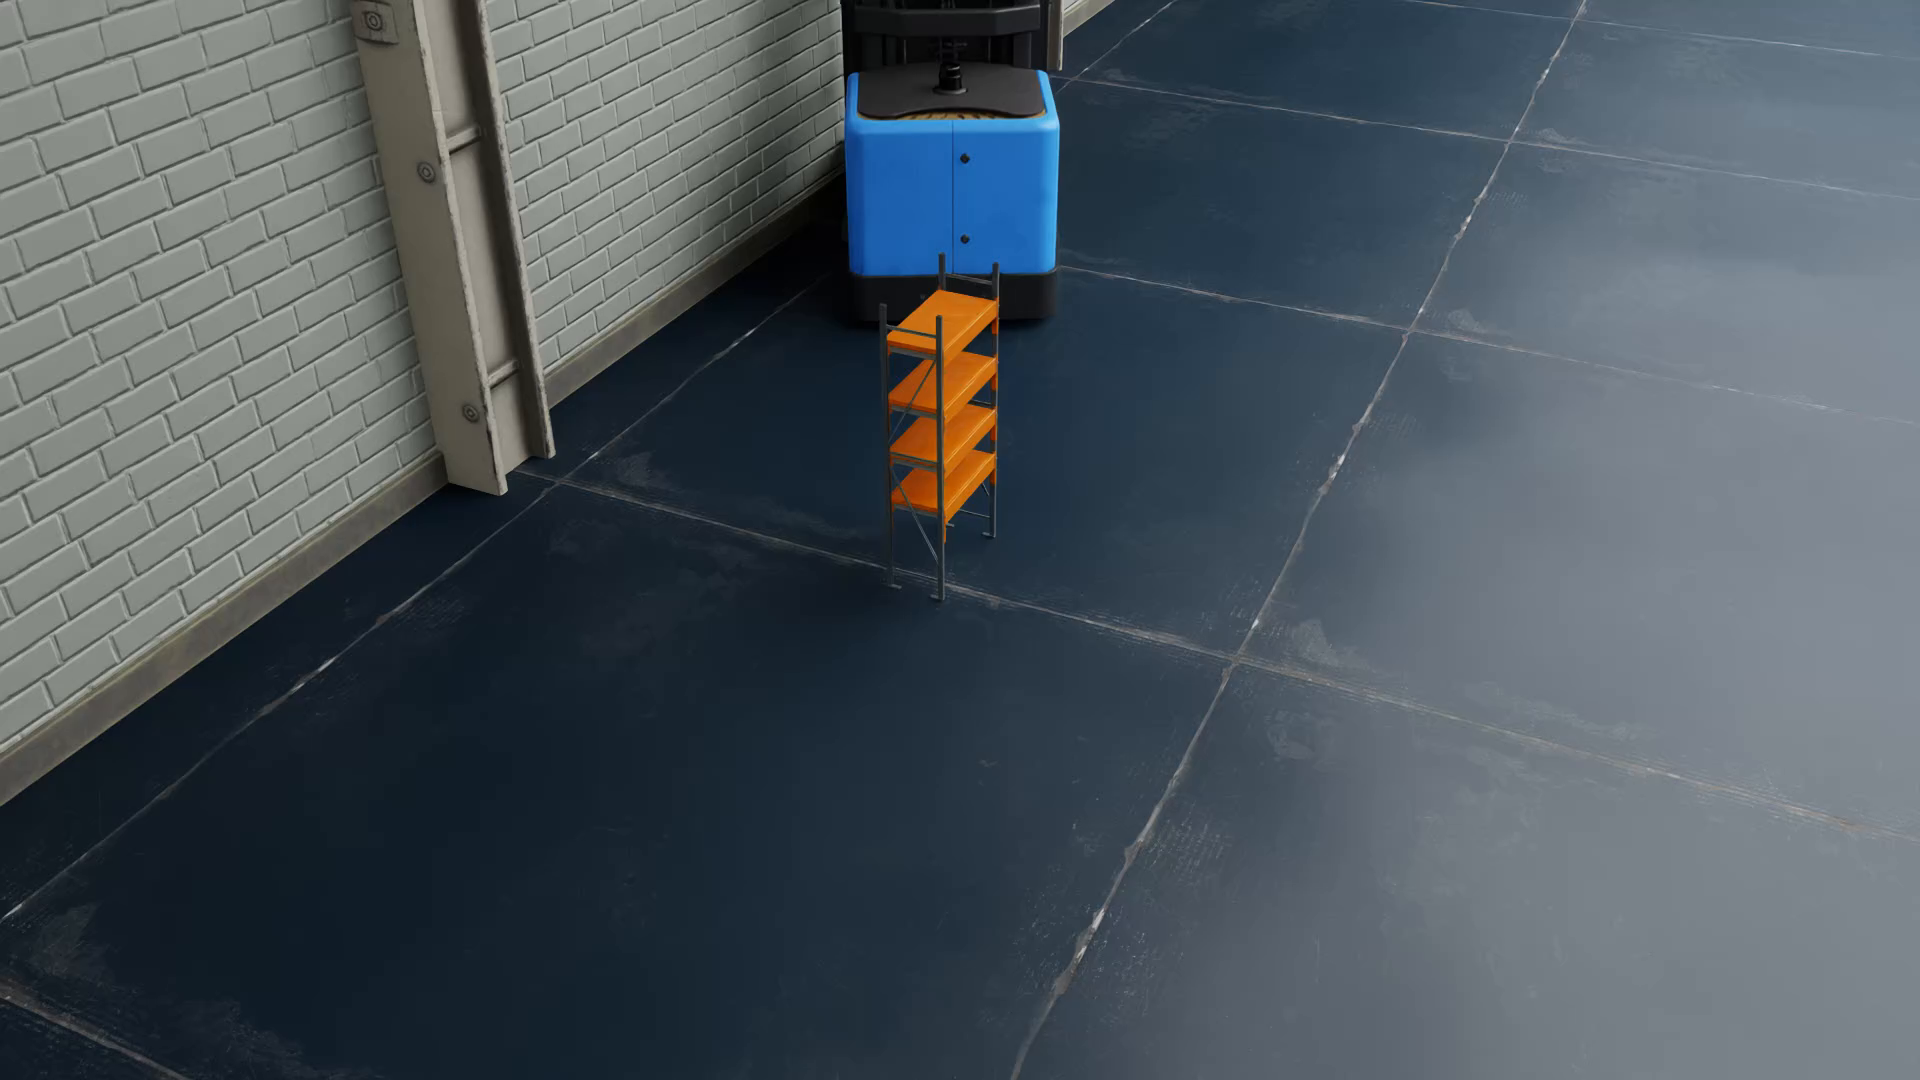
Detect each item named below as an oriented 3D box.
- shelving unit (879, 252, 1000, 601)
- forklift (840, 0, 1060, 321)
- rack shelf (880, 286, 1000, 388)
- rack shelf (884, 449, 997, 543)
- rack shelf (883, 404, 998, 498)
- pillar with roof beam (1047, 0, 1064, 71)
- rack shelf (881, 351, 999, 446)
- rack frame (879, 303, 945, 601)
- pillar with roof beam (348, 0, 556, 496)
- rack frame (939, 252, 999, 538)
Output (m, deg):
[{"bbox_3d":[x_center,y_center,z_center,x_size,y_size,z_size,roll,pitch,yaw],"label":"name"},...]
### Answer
[{"bbox_3d":[-0.069,-0.419,6.295,0.258,1.200,0.503,14,36,20],"label":"shelving unit"},{"bbox_3d":[-0.088,-3.092,8.793,1.130,2.935,3.031,-1,33,-2],"label":"forklift"},{"bbox_3d":[-0.069,-0.748,6.080,0.258,0.148,0.480,14,36,20],"label":"rack shelf"},{"bbox_3d":[-0.069,-0.197,6.441,0.258,0.148,0.480,14,36,20],"label":"rack shelf"},{"bbox_3d":[-0.069,-0.363,6.332,0.258,0.148,0.480,14,36,20],"label":"rack shelf"},{"bbox_3d":[4.419,-6.084,7.822,9.100,9.000,0.400,14,36,20],"label":"pillar with roof beam"},{"bbox_3d":[-0.069,-0.550,6.209,0.258,0.148,0.480,14,36,20],"label":"rack shelf"},{"bbox_3d":[-0.171,-0.298,6.110,0.240,1.200,0.015,14,36,20],"label":"rack frame"},{"bbox_3d":[1.909,-3.096,3.264,9.100,9.000,0.400,14,36,20],"label":"pillar with roof beam"},{"bbox_3d":[0.033,-0.541,6.481,0.240,1.200,0.015,14,36,20],"label":"rack frame"}]
